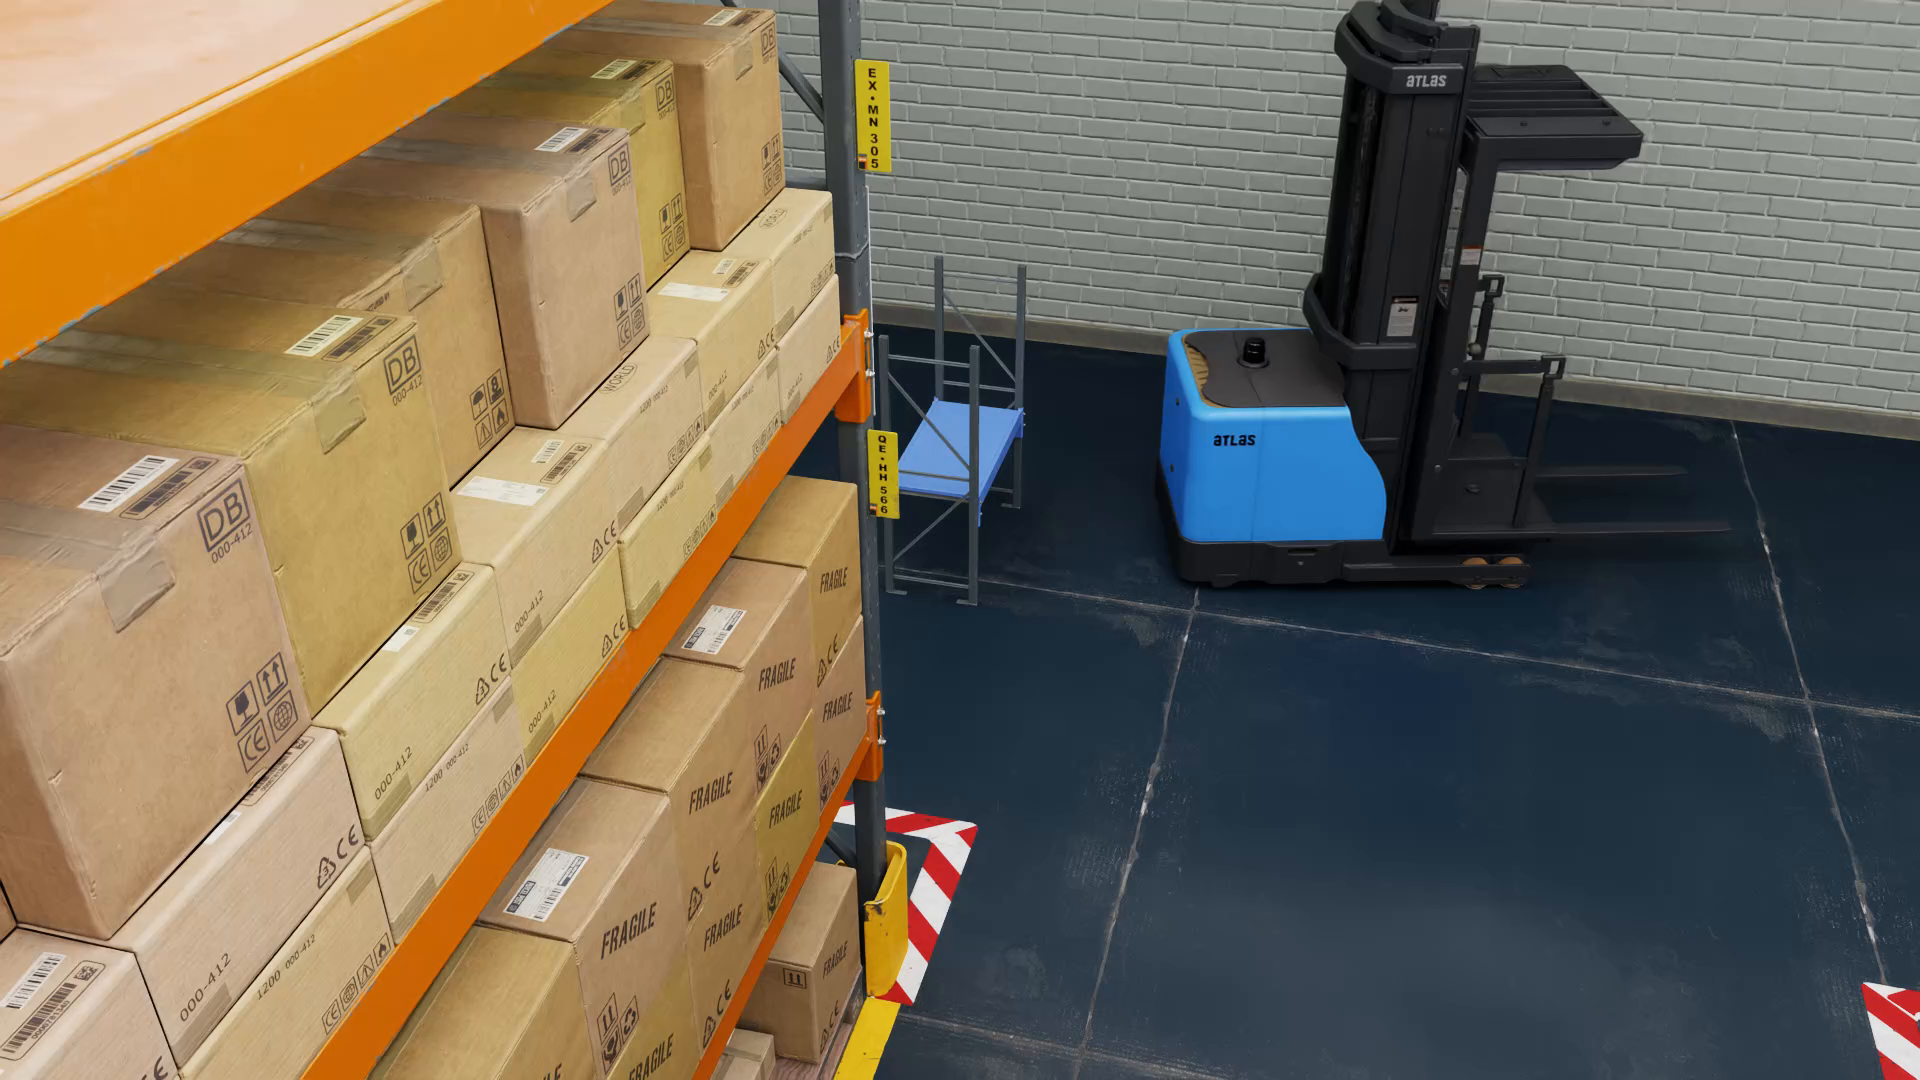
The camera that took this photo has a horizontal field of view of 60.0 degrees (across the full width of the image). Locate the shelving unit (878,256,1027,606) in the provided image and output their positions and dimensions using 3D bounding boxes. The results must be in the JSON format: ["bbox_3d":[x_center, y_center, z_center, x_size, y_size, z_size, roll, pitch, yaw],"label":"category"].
[{"bbox_3d":[-0.022,-0.589,8.848,0.538,1.500,1.048,8,33,12],"label":"shelving unit"}]

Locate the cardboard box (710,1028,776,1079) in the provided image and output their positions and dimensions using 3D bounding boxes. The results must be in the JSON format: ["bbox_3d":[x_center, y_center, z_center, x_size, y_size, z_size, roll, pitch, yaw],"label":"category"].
[{"bbox_3d":[-0.874,1.845,5.853,0.380,0.166,0.250,8,33,12],"label":"cardboard box"}]

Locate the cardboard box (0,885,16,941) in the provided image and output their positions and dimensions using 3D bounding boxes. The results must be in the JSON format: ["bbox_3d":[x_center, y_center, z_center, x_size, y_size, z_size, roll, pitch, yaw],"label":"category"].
[{"bbox_3d":[-1.713,0.409,2.059,0.700,0.500,0.500,8,33,12],"label":"cardboard box"}]

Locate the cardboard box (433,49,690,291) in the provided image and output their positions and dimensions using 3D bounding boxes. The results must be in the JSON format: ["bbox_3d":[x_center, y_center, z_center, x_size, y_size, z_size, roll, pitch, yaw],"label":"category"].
[{"bbox_3d":[-1.107,-0.892,4.106,0.700,0.500,0.500,8,33,12],"label":"cardboard box"}]

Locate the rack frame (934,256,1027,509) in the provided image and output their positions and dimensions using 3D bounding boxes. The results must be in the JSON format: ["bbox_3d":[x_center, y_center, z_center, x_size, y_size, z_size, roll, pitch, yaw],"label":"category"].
[{"bbox_3d":[0.107,-0.852,9.263,0.500,1.500,0.032,8,33,12],"label":"rack frame"}]

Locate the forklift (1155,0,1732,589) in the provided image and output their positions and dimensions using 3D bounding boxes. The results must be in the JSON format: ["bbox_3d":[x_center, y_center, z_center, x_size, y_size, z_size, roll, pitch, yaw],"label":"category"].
[{"bbox_3d":[2.655,-1.260,8.569,3.031,2.935,1.130,-1,32,-2],"label":"forklift"}]

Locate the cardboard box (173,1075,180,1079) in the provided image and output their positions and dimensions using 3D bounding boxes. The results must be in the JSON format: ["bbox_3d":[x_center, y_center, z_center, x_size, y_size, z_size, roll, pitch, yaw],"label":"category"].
[{"bbox_3d":[-1.436,0.976,2.333,0.500,0.250,0.500,8,33,12],"label":"cardboard box"}]

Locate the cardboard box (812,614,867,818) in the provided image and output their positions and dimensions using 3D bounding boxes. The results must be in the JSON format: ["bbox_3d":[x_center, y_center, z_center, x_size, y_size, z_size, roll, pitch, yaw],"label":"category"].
[{"bbox_3d":[-0.634,0.548,5.568,0.500,0.500,0.500,9,34,14],"label":"cardboard box"}]

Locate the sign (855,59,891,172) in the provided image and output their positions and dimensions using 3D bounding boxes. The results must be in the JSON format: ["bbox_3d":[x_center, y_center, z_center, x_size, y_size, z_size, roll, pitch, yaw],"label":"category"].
[{"bbox_3d":[-0.252,-1.232,4.841,0.100,0.325,0.005,8,33,12],"label":"sign"}]

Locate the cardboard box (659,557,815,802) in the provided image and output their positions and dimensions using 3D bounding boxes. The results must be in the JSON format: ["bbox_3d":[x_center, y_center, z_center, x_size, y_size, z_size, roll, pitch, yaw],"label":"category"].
[{"bbox_3d":[-0.758,0.388,4.889,0.500,0.500,0.500,9,34,14],"label":"cardboard box"}]

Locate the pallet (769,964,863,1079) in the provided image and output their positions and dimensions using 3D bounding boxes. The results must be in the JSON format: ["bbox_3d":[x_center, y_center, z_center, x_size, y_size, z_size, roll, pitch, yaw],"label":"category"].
[{"bbox_3d":[-1.005,1.951,6.054,1.003,0.211,1.213,8,33,12],"label":"pallet"}]

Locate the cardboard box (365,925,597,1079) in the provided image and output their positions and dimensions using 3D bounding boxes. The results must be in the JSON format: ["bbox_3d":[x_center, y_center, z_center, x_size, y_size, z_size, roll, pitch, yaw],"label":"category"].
[{"bbox_3d":[-1.146,1.192,3.624,0.500,0.500,0.500,7,33,11],"label":"cardboard box"}]

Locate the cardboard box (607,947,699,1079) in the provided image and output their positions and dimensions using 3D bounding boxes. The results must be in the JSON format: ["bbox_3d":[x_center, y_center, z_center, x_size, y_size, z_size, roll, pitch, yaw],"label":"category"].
[{"bbox_3d":[-1.023,1.338,4.326,0.500,0.500,0.500,8,33,12],"label":"cardboard box"}]

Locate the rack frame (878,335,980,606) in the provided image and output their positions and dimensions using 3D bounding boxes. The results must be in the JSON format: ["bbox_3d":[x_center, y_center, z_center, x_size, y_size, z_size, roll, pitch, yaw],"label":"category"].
[{"bbox_3d":[-0.151,-0.325,8.433,0.500,1.500,0.032,8,33,12],"label":"rack frame"}]

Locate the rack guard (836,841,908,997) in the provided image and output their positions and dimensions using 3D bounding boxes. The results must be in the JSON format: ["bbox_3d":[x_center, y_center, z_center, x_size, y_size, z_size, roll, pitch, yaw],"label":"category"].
[{"bbox_3d":[-0.803,1.416,6.627,1.175,0.500,0.348,8,33,12],"label":"rack guard"}]

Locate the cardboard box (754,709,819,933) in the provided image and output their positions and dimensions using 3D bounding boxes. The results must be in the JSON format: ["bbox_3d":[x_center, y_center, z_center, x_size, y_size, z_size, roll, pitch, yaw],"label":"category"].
[{"bbox_3d":[-0.763,0.818,5.144,0.500,0.500,0.500,8,33,13],"label":"cardboard box"}]

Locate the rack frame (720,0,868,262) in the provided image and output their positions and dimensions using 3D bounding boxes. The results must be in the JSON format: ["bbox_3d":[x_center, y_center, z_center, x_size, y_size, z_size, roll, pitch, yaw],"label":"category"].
[{"bbox_3d":[-0.784,-2.211,4.409,1.000,3.000,0.127,8,33,12],"label":"rack frame"}]

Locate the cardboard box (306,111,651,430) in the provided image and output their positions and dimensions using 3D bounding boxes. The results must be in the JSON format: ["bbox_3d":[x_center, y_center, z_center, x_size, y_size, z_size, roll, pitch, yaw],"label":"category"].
[{"bbox_3d":[-1.131,-0.618,3.675,0.700,0.500,0.500,8,33,12],"label":"cardboard box"}]

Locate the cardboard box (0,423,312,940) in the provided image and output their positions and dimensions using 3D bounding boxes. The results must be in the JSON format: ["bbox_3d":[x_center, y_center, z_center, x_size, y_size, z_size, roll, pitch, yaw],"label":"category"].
[{"bbox_3d":[-1.449,0.169,2.437,0.700,0.500,0.500,8,33,12],"label":"cardboard box"}]

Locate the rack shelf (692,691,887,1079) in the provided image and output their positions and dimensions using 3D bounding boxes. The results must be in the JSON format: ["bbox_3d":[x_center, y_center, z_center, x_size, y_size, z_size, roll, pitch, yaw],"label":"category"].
[{"bbox_3d":[-1.292,1.663,4.579,1.077,0.370,4.000,8,33,12],"label":"rack shelf"}]

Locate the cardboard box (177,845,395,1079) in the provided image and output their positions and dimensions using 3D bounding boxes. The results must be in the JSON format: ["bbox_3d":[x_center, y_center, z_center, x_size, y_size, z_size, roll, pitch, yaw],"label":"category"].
[{"bbox_3d":[-1.305,0.717,2.740,0.500,0.250,0.500,8,33,12],"label":"cardboard box"}]

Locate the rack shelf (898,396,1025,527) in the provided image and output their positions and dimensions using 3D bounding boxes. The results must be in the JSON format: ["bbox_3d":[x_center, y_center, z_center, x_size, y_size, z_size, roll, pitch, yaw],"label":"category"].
[{"bbox_3d":[-0.022,-0.437,8.944,0.538,0.185,1.000,8,33,12],"label":"rack shelf"}]

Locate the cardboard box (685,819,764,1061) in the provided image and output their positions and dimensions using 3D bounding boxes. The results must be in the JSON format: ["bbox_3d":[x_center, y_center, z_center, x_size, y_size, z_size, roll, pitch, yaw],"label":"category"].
[{"bbox_3d":[-0.894,1.076,4.738,0.500,0.500,0.500,8,33,13],"label":"cardboard box"}]

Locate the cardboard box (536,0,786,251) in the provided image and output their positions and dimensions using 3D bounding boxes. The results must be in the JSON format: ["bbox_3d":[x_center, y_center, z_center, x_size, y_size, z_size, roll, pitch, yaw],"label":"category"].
[{"bbox_3d":[-0.899,-1.140,4.496,0.700,0.500,0.500,8,33,12],"label":"cardboard box"}]

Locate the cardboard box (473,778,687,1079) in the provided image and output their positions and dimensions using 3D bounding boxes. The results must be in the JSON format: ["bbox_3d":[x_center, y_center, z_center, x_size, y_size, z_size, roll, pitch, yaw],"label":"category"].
[{"bbox_3d":[-1.016,0.924,4.045,0.500,0.500,0.500,9,34,14],"label":"cardboard box"}]

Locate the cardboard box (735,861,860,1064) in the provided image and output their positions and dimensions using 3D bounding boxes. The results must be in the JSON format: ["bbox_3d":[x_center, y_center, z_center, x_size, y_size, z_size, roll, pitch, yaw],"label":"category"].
[{"bbox_3d":[-0.684,1.506,6.075,0.500,0.500,0.500,8,33,12],"label":"cardboard box"}]

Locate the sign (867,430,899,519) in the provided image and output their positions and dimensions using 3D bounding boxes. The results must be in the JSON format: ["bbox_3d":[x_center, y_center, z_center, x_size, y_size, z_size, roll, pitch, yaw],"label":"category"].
[{"bbox_3d":[-0.252,-0.215,5.488,0.100,0.325,0.005,8,33,12],"label":"sign"}]

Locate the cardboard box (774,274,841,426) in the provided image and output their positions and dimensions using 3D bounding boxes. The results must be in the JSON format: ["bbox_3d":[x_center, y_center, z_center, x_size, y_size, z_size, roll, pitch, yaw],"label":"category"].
[{"bbox_3d":[-0.659,-0.579,4.778,0.500,0.250,0.500,8,33,12],"label":"cardboard box"}]

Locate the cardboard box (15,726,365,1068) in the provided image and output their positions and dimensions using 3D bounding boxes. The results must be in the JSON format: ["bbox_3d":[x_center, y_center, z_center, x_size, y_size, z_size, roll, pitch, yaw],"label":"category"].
[{"bbox_3d":[-1.310,0.505,2.607,0.500,0.250,0.500,8,33,12],"label":"cardboard box"}]

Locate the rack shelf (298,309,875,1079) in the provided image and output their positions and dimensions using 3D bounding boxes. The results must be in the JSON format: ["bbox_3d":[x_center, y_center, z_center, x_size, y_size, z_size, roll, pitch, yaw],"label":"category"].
[{"bbox_3d":[-1.292,0.397,3.774,1.077,0.370,4.000,8,33,12],"label":"rack shelf"}]

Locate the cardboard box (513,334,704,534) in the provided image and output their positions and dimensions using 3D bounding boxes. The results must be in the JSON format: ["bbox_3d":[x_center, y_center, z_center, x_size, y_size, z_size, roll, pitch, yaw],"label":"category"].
[{"bbox_3d":[-0.925,-0.273,3.830,0.500,0.250,0.500,8,33,12],"label":"cardboard box"}]

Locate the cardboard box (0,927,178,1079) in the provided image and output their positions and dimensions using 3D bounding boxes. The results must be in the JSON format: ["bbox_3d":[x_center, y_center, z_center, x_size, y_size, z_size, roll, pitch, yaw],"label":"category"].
[{"bbox_3d":[-1.435,0.765,2.199,0.500,0.250,0.500,8,33,12],"label":"cardboard box"}]

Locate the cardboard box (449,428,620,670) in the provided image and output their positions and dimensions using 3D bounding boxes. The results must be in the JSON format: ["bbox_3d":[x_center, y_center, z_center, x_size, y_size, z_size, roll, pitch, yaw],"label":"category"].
[{"bbox_3d":[-1.045,-0.012,3.421,0.500,0.250,0.500,8,33,12],"label":"cardboard box"}]

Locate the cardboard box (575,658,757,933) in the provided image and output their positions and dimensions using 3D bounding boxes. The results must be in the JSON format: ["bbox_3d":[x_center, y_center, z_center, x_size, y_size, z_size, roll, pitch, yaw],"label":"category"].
[{"bbox_3d":[-0.885,0.657,4.465,0.500,0.500,0.500,9,34,14],"label":"cardboard box"}]

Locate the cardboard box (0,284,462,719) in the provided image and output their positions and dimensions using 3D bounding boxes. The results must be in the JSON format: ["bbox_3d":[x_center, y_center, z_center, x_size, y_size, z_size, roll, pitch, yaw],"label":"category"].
[{"bbox_3d":[-1.328,-0.091,2.846,0.700,0.500,0.500,8,33,12],"label":"cardboard box"}]

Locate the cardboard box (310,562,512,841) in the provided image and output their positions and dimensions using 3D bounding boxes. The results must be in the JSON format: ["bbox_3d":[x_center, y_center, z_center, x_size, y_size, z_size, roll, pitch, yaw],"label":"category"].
[{"bbox_3d":[-1.172,0.247,3.013,0.500,0.250,0.500,8,33,12],"label":"cardboard box"}]

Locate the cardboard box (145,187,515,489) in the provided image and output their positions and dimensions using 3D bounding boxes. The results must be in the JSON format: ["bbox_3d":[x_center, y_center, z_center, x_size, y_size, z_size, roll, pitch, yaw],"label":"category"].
[{"bbox_3d":[-1.348,-0.371,3.287,0.700,0.500,0.500,8,33,12],"label":"cardboard box"}]

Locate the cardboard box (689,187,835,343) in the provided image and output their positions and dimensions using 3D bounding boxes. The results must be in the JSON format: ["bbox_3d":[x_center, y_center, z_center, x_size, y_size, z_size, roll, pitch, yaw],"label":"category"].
[{"bbox_3d":[-0.668,-0.791,4.646,0.500,0.250,0.500,8,33,12],"label":"cardboard box"}]

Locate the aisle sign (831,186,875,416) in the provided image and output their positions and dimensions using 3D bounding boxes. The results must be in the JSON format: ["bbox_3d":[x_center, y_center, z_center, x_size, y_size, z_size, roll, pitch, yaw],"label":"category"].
[{"bbox_3d":[-0.470,-0.770,5.311,0.394,0.787,0.004,8,33,12],"label":"aisle sign"}]

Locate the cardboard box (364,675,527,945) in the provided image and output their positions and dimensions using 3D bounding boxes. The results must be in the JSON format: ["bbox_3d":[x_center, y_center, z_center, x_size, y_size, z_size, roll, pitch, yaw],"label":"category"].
[{"bbox_3d":[-1.177,0.458,3.148,0.500,0.250,0.500,8,33,12],"label":"cardboard box"}]

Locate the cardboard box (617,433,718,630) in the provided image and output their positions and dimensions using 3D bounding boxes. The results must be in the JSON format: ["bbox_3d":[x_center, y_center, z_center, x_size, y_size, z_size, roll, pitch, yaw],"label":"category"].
[{"bbox_3d":[-0.911,-0.060,3.962,0.500,0.250,0.500,8,33,12],"label":"cardboard box"}]

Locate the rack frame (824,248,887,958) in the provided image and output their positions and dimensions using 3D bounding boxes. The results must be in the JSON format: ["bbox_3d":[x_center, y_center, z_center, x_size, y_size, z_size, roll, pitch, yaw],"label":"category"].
[{"bbox_3d":[-0.784,0.321,6.019,1.000,3.000,0.127,8,33,12],"label":"rack frame"}]

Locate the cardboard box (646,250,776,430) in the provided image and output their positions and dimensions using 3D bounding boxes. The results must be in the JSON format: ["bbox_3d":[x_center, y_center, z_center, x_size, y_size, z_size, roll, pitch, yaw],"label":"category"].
[{"bbox_3d":[-0.794,-0.532,4.238,0.500,0.250,0.500,8,33,12],"label":"cardboard box"}]

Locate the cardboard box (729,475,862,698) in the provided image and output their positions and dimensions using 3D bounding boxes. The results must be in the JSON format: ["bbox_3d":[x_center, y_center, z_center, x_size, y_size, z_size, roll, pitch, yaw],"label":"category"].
[{"bbox_3d":[-0.631,0.125,5.301,0.500,0.500,0.500,8,33,12],"label":"cardboard box"}]

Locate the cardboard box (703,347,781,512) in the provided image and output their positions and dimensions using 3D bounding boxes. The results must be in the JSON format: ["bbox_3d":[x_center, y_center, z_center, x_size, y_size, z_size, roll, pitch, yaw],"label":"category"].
[{"bbox_3d":[-0.797,-0.321,4.372,0.500,0.250,0.500,8,33,12],"label":"cardboard box"}]

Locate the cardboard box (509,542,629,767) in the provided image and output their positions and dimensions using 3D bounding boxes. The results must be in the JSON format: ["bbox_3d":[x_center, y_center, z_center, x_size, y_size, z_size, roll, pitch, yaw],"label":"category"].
[{"bbox_3d":[-1.054,0.198,3.557,0.500,0.250,0.500,8,33,12],"label":"cardboard box"}]
